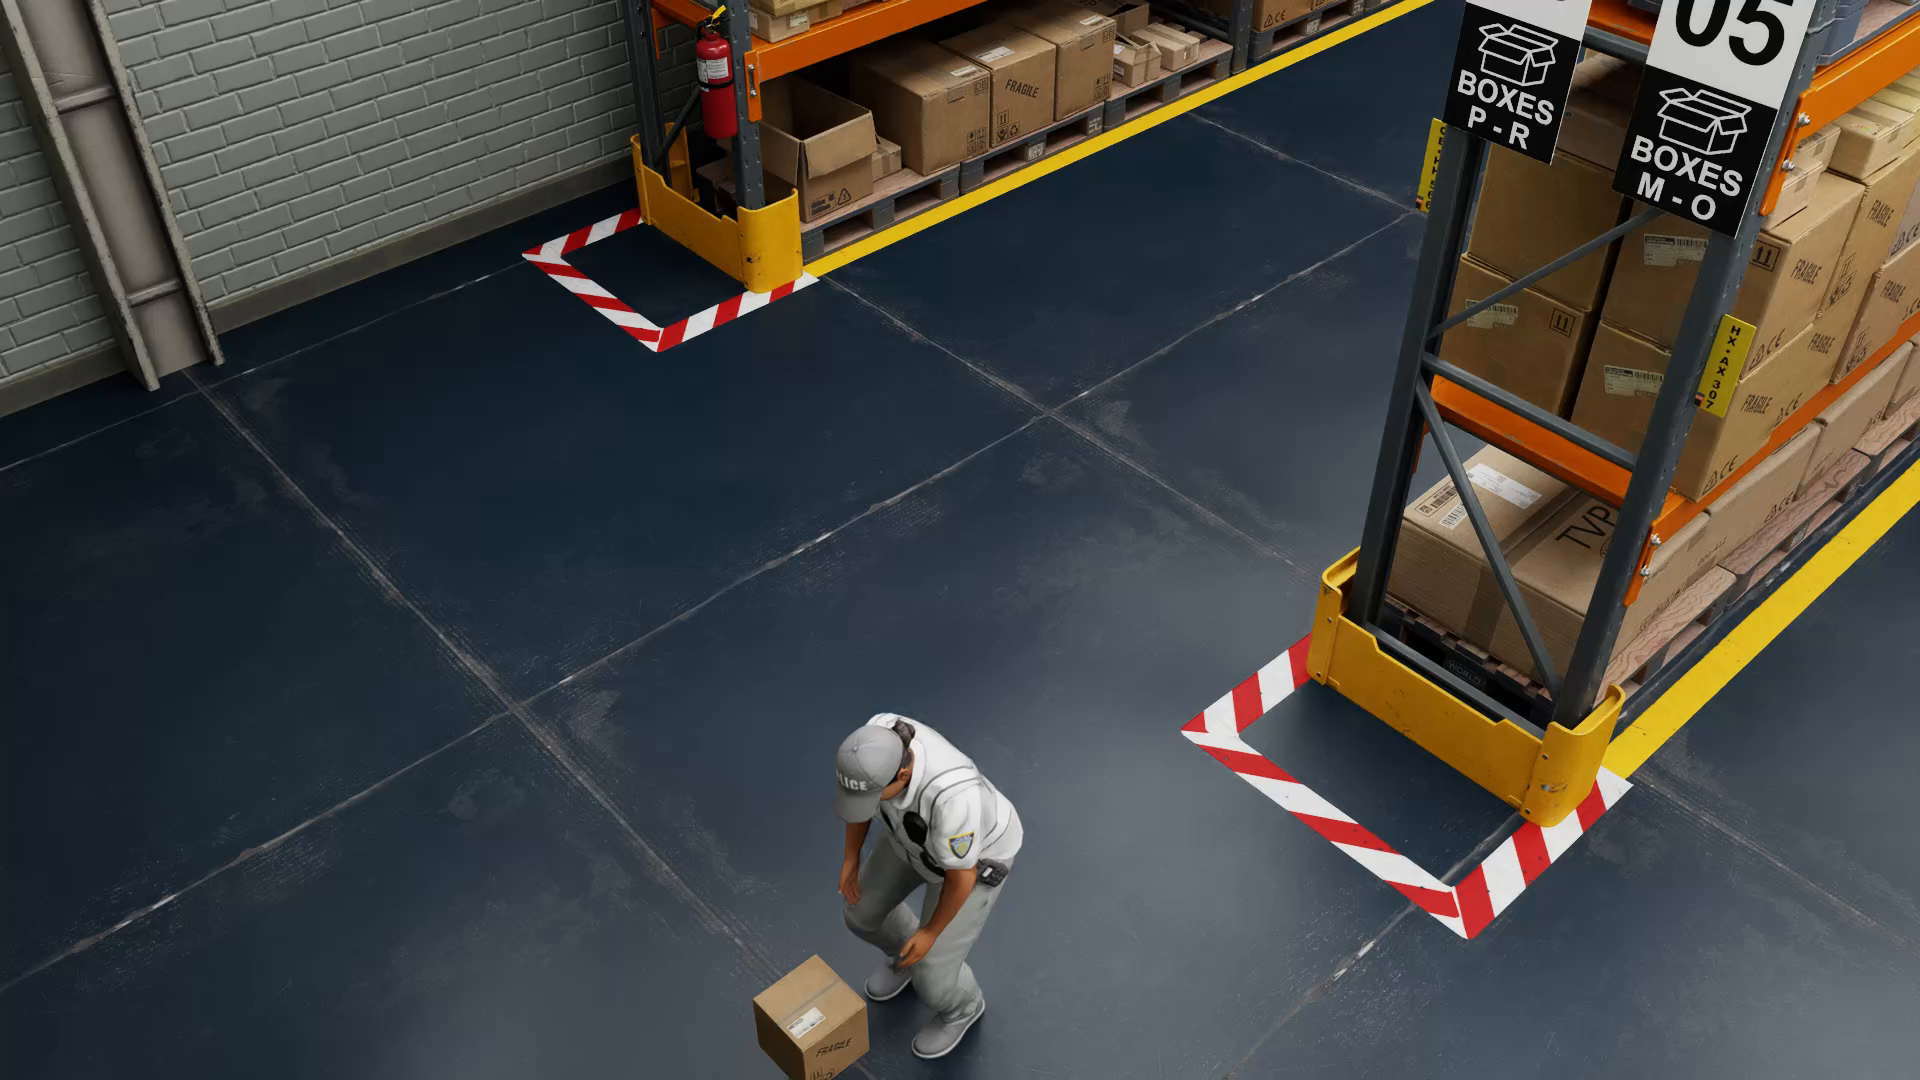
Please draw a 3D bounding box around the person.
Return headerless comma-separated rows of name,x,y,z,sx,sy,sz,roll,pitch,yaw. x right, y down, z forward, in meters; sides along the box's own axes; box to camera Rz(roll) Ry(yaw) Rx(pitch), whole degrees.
person,-0.107,1.015,5.102,0.652,1.480,0.528,-30,48,-31
